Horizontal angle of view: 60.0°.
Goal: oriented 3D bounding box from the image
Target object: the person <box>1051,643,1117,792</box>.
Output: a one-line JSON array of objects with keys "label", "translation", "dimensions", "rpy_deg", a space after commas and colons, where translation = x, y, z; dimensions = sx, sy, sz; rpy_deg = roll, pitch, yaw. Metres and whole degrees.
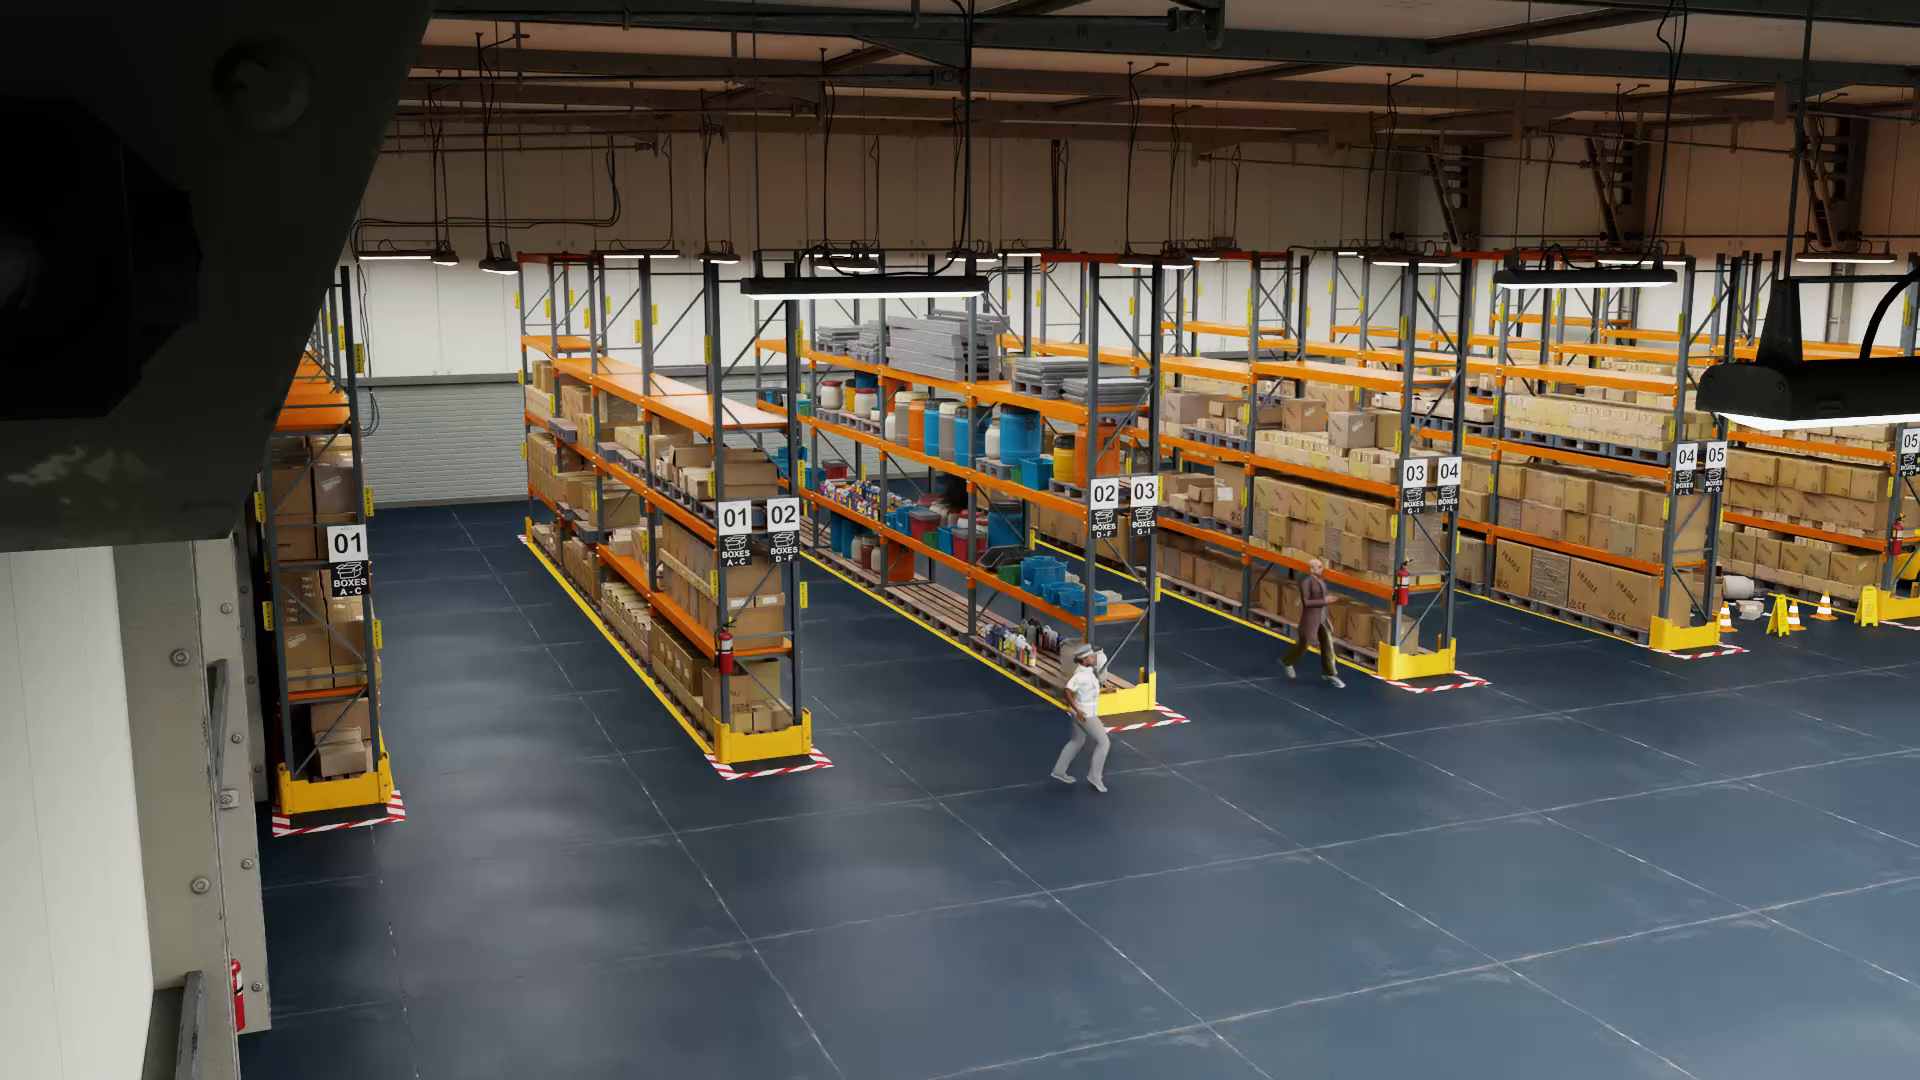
[{"label": "person", "translation": [1.434, 2.053, 19.162], "dimensions": [0.752, 1.760, 0.545], "rpy_deg": [0, 10, -2]}]

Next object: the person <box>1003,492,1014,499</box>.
[{"label": "person", "translation": [0.931, -0.068, 30.492], "dimensions": [0.664, 1.738, 0.603], "rpy_deg": [-7, 13, -34]}]

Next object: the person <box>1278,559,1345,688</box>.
[{"label": "person", "translation": [5.032, 1.153, 23.706], "dimensions": [0.704, 1.805, 1.022], "rpy_deg": [-10, 14, -44]}]
